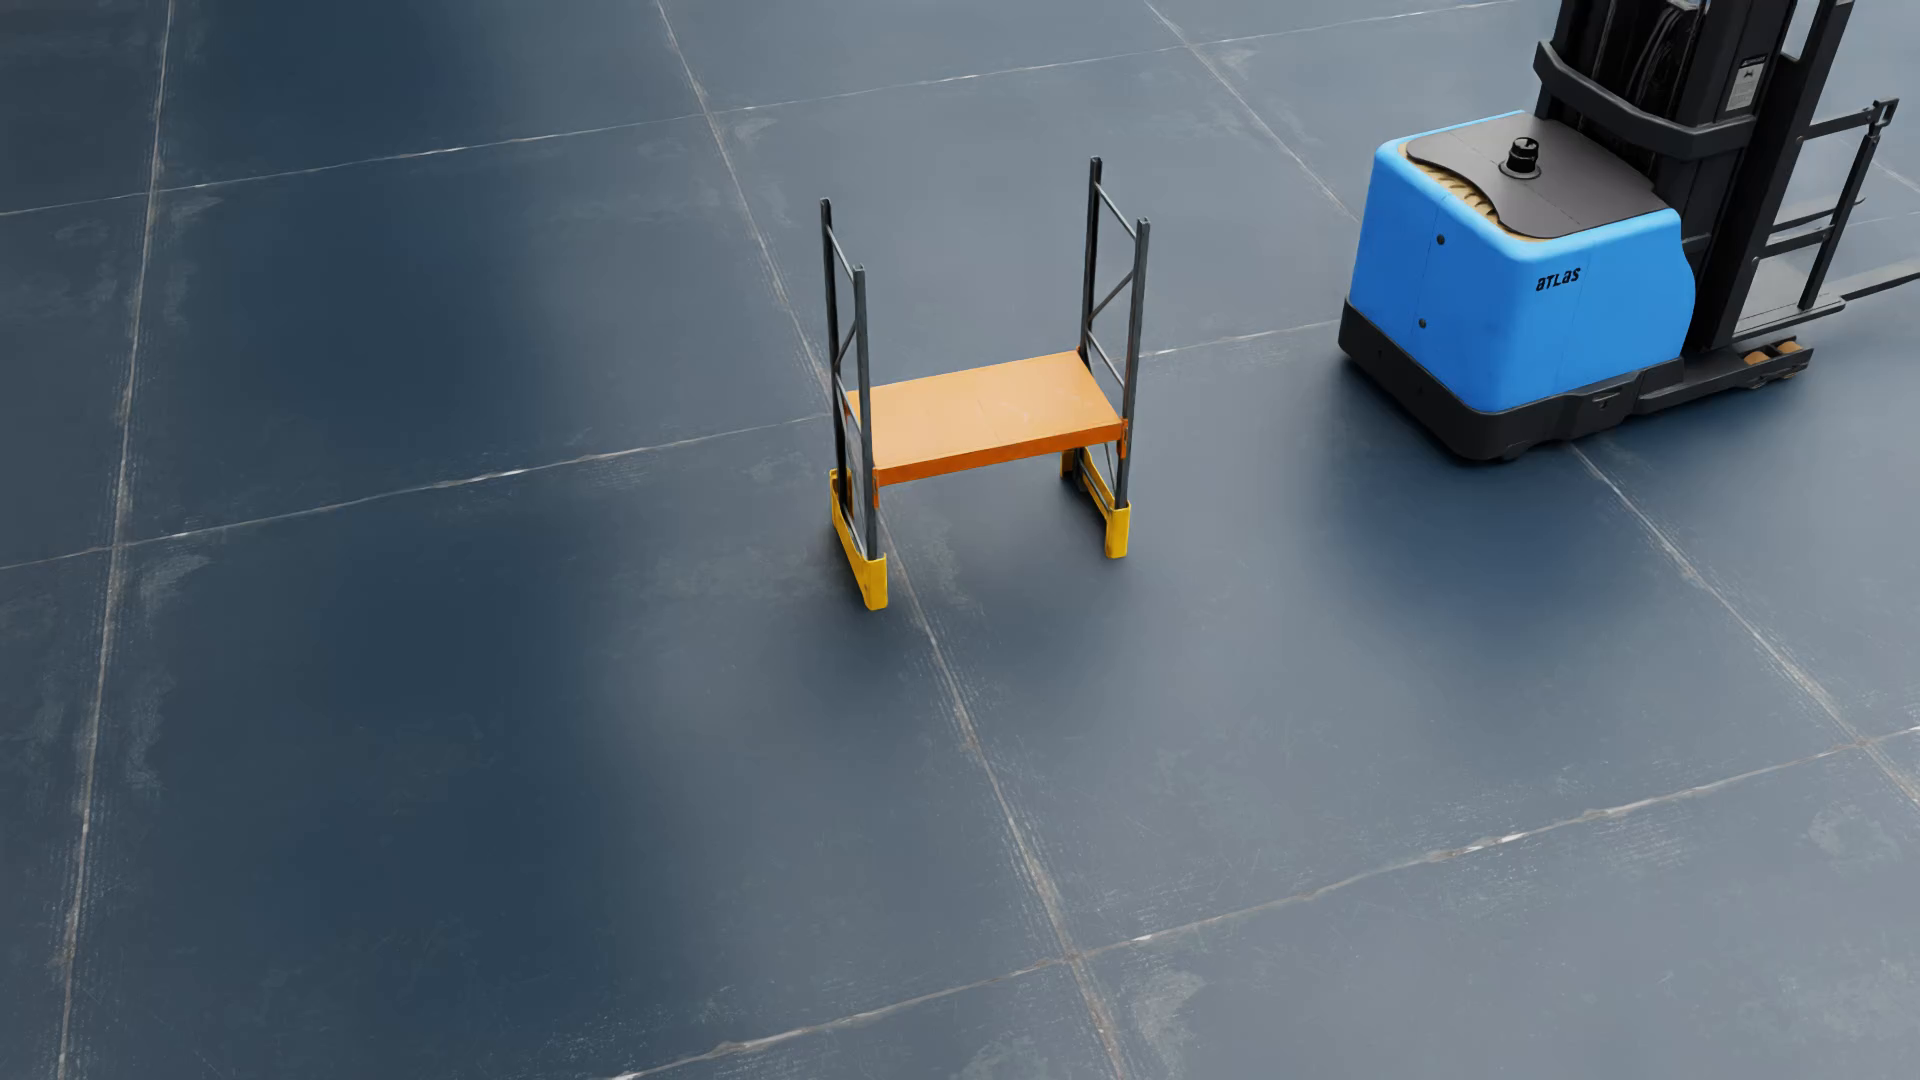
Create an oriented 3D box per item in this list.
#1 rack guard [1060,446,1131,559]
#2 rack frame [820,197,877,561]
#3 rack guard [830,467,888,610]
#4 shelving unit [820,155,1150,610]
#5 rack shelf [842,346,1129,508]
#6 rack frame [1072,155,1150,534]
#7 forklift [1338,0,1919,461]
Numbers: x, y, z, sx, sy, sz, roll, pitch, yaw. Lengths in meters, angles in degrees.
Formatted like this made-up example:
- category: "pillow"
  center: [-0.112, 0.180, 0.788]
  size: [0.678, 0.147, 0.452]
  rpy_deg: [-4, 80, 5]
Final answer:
- category: "rack guard"
  center: [0.548, -0.208, 6.798]
  size: [0.087, 0.250, 0.587]
  rpy_deg: [-12, 42, -13]
- category: "rack frame"
  center: [-0.404, -0.481, 6.161]
  size: [0.032, 1.500, 0.500]
  rpy_deg: [-12, 42, -13]
- category: "rack guard"
  center: [-0.402, -0.011, 6.572]
  size: [0.087, 0.250, 0.587]
  rpy_deg: [-12, 42, -13]
- category: "shelving unit"
  center: [0.073, -0.580, 6.274]
  size: [1.083, 1.500, 0.587]
  rpy_deg: [-12, 42, -13]
- category: "rack shelf"
  center: [0.081, -0.446, 6.394]
  size: [1.000, 0.185, 0.538]
  rpy_deg: [-12, 42, -13]
- category: "rack frame"
  center: [0.566, -0.682, 6.391]
  size: [0.032, 1.500, 0.500]
  rpy_deg: [-12, 42, -13]
- category: "forklift"
  center: [3.307, -2.089, 6.914]
  size: [3.031, 2.935, 1.130]
  rpy_deg: [-17, 44, -18]
